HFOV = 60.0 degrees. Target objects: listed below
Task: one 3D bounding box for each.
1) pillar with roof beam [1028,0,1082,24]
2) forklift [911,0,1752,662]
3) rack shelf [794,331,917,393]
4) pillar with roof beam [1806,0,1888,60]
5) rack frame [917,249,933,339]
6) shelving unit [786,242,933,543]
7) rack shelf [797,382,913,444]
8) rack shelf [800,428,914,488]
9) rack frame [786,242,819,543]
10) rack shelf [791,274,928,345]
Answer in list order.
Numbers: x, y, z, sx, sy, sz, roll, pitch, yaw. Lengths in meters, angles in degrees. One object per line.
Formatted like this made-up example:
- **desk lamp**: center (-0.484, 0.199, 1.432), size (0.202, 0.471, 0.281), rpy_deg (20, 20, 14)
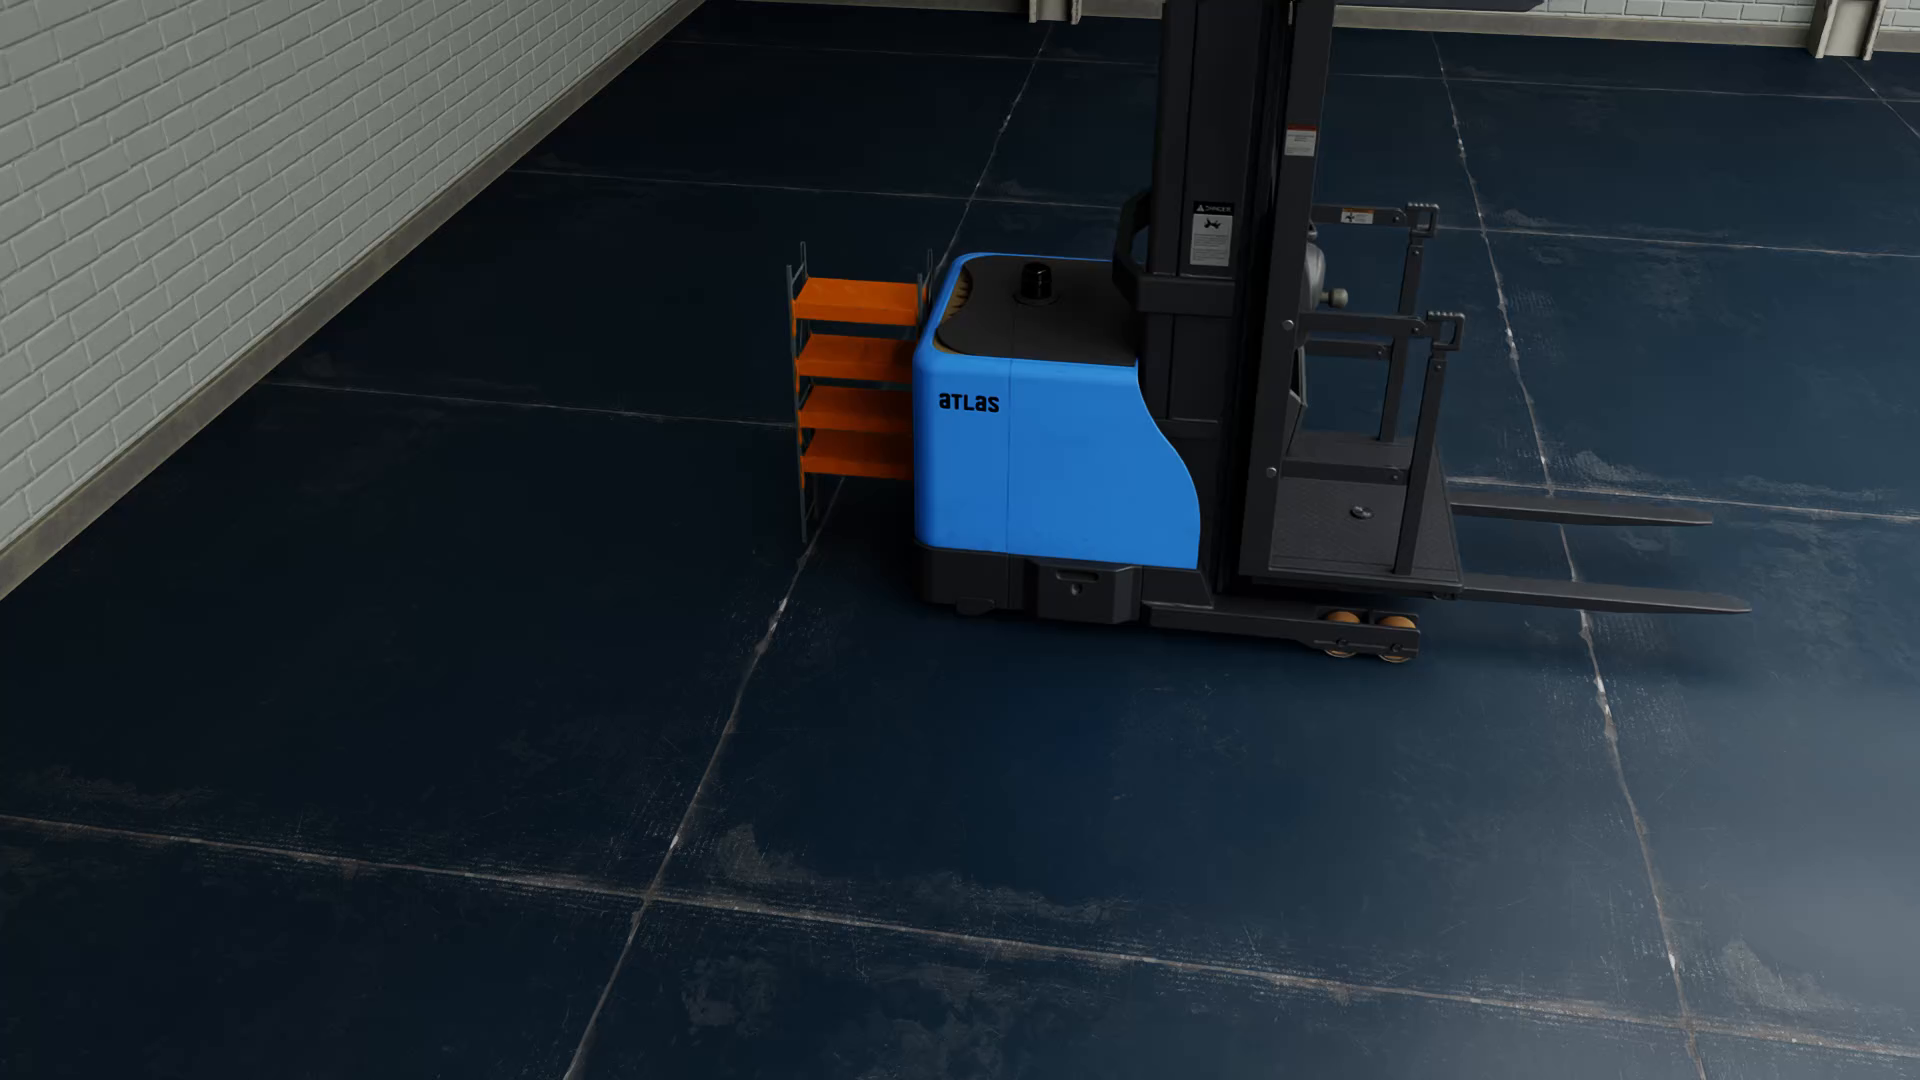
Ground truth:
- **pillar with roof beam**: center (0.050, -5.809, 7.549), size (0.400, 9.000, 9.100), rpy_deg (5, 32, 8)
- **forklift**: center (1.381, -1.102, 5.748), size (3.031, 2.935, 1.130), rpy_deg (5, 32, 8)
- **rack shelf**: center (-0.371, -0.670, 6.395), size (0.480, 0.148, 0.258), rpy_deg (5, 32, 8)
- **pillar with roof beam**: center (5.964, -5.274, 6.694), size (0.400, 9.000, 9.100), rpy_deg (5, 32, 8)
- **rack frame**: center (-0.130, -0.517, 6.446), size (0.015, 1.200, 0.240), rpy_deg (5, 32, 8)
- **shelving unit**: center (-0.371, -0.538, 6.478), size (0.503, 1.200, 0.258), rpy_deg (5, 32, 8)
- **rack shelf**: center (-0.371, -0.481, 6.514), size (0.480, 0.148, 0.258), rpy_deg (5, 32, 8)
- **rack shelf**: center (-0.371, -0.312, 6.619), size (0.480, 0.148, 0.258), rpy_deg (5, 32, 8)
- **rack frame**: center (-0.612, -0.558, 6.510), size (0.015, 1.200, 0.240), rpy_deg (5, 32, 8)
- **rack shelf**: center (-0.371, -0.871, 6.269), size (0.480, 0.148, 0.258), rpy_deg (5, 32, 8)
